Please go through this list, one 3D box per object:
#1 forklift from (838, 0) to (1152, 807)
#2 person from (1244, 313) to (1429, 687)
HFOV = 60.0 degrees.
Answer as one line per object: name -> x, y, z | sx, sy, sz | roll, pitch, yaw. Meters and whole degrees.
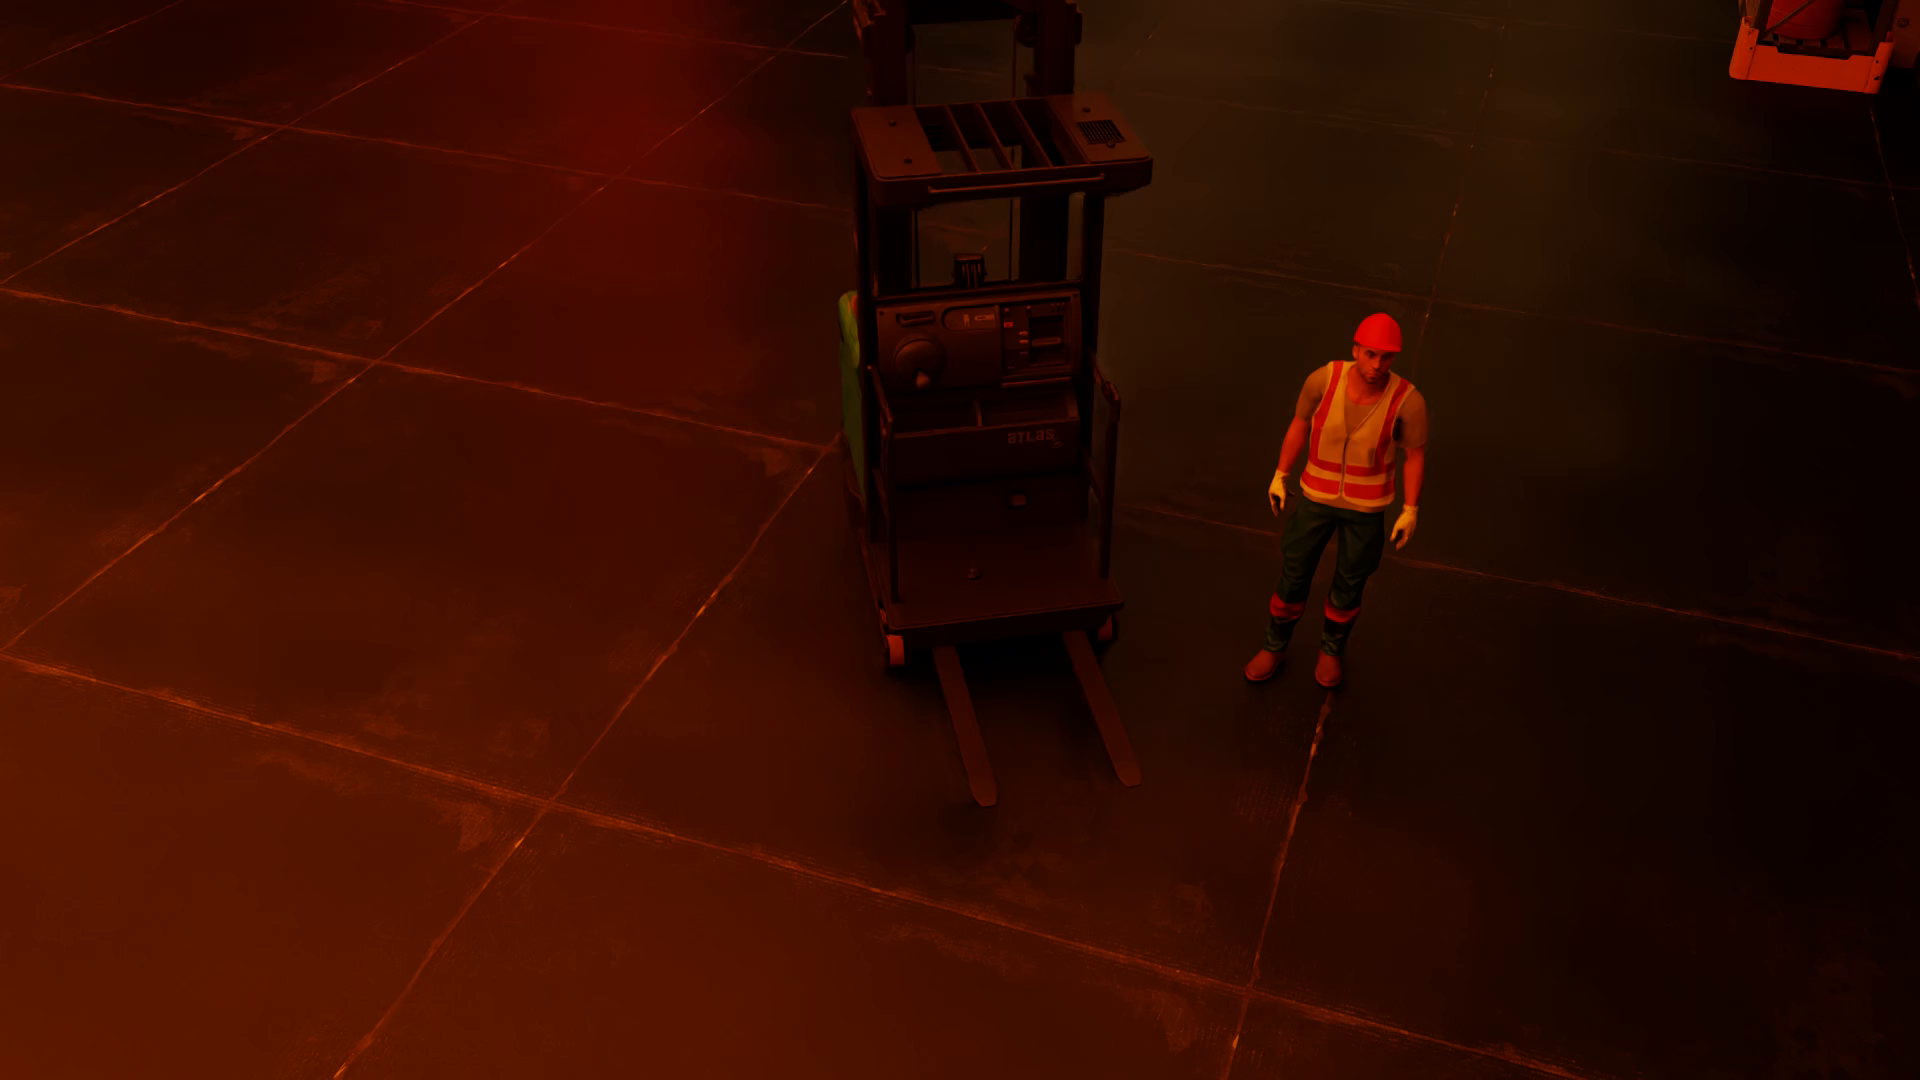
forklift -> 0.133, -0.830, 7.281 | 1.130, 2.935, 3.031 | -6, 36, -9
person -> 1.672, -0.144, 7.299 | 0.660, 1.795, 0.521 | 13, 37, 17
